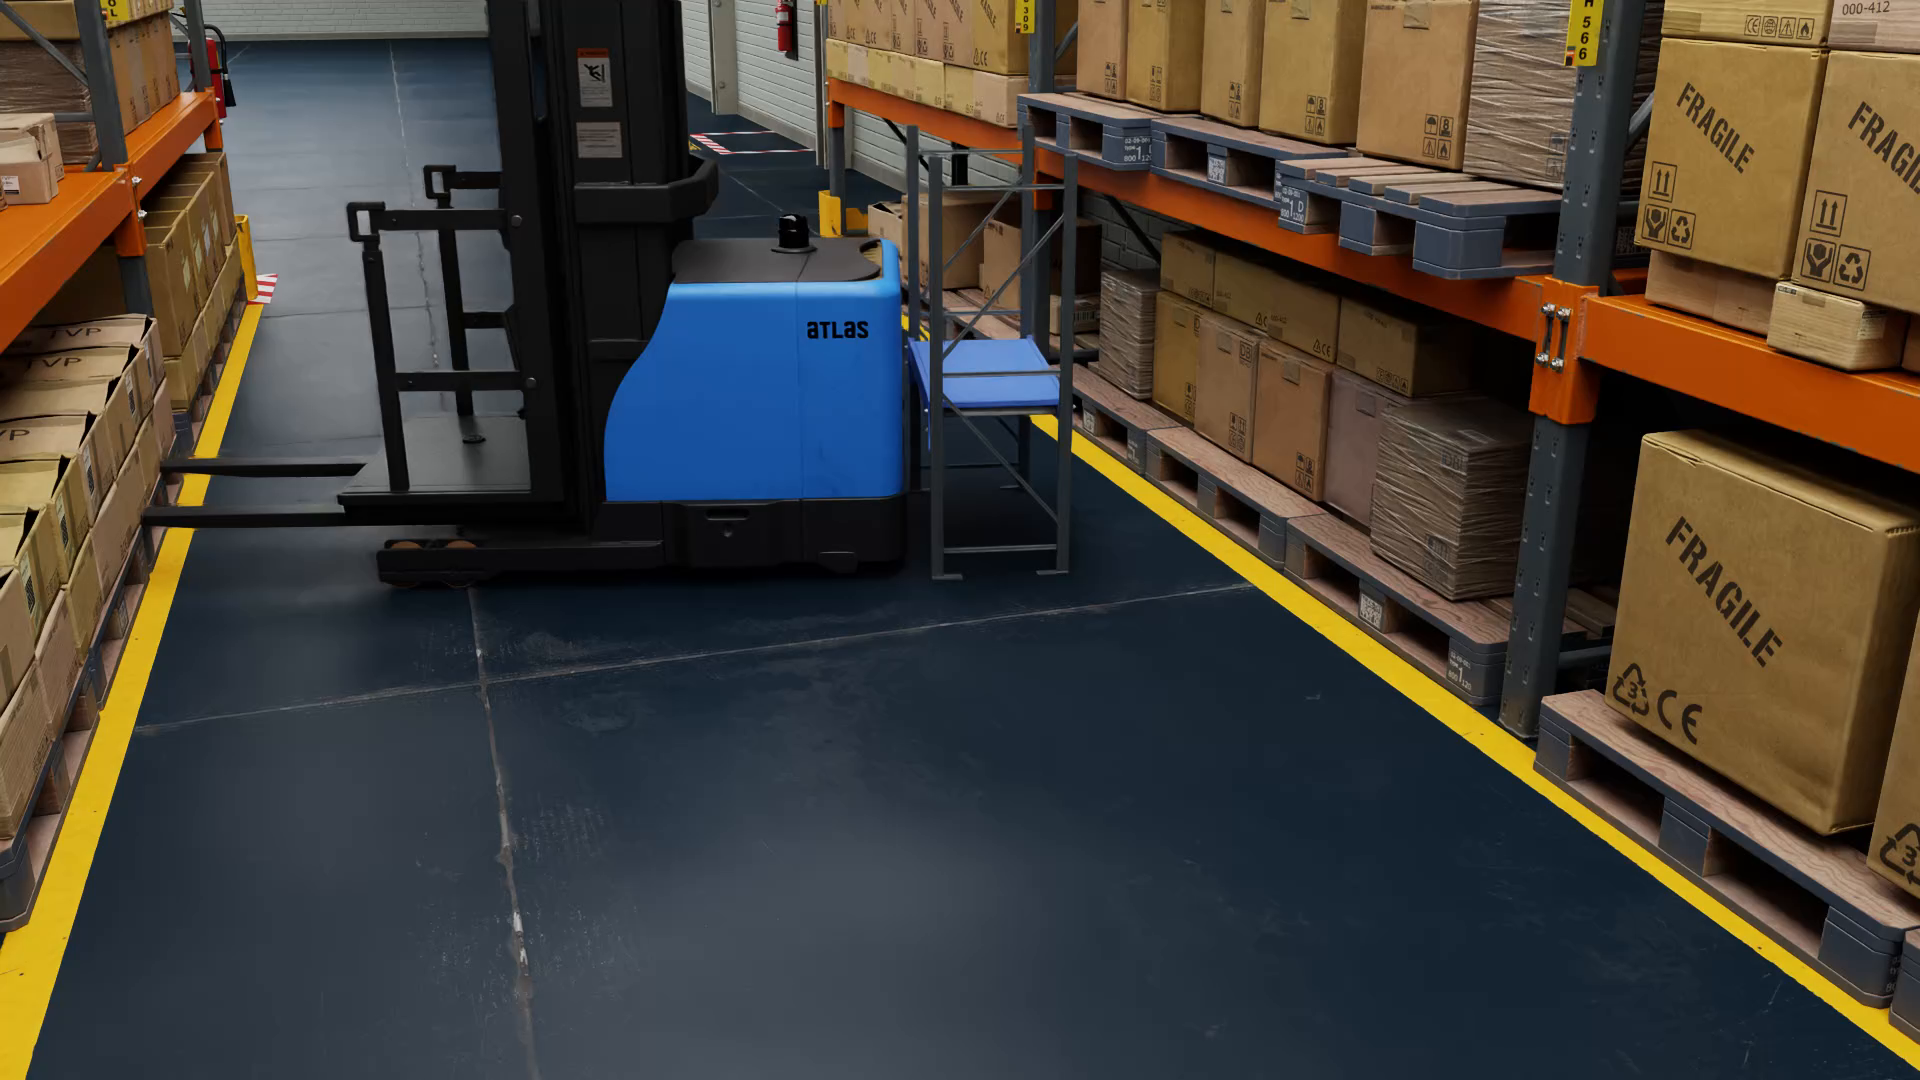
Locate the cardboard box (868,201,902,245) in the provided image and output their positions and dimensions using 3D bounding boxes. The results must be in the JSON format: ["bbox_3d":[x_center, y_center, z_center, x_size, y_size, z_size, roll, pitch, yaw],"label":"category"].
[{"bbox_3d":[-0.305,-2.178,11.370,0.500,0.311,0.500,-9,22,-23],"label":"cardboard box"}]

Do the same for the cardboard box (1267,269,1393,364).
[{"bbox_3d":[1.515,-0.864,6.322,0.500,0.250,0.500,-6,21,-17],"label":"cardboard box"}]

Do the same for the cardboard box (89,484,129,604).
[{"bbox_3d":[-2.999,0.032,5.337,0.500,0.250,0.500,-6,21,-16],"label":"cardboard box"}]

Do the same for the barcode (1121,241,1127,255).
[{"bbox_3d":[0.878,-1.565,8.909,0.001,0.075,0.075,-6,21,-17],"label":"barcode"}]

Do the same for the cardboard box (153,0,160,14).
[{"bbox_3d":[-4.597,-2.944,9.067,0.380,0.149,0.250,-6,21,-16],"label":"cardboard box"}]

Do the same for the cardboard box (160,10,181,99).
[{"bbox_3d":[-5.004,-2.837,9.728,0.700,0.500,0.500,-6,21,-17],"label":"cardboard box"}]

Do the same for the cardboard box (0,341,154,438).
[{"bbox_3d":[-3.312,-0.559,6.151,0.500,0.311,0.500,-6,21,-16],"label":"cardboard box"}]

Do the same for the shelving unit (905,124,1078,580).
[{"bbox_3d":[0.093,-0.747,6.278,0.538,1.500,1.048,-2,20,-5],"label":"shelving unit"}]

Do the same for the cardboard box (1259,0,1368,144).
[{"bbox_3d":[1.507,-1.702,5.920,0.700,0.500,0.500,-6,21,-17],"label":"cardboard box"}]

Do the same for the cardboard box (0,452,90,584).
[{"bbox_3d":[-2.841,-0.072,4.796,0.500,0.311,0.500,-7,21,-19],"label":"cardboard box"}]

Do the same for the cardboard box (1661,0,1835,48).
[{"bbox_3d":[1.984,-1.268,3.782,0.500,0.250,0.500,-6,21,-16],"label":"cardboard box"}]

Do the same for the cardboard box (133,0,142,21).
[{"bbox_3d":[-4.348,-2.693,8.369,0.380,0.149,0.250,-7,21,-18],"label":"cardboard box"}]

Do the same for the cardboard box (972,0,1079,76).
[{"bbox_3d":[0.378,-2.595,8.287,0.500,0.500,0.500,-6,21,-17],"label":"cardboard box"}]

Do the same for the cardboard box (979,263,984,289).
[{"bbox_3d":[0.336,-1.565,9.904,0.380,0.149,0.250,-8,21,-22],"label":"cardboard box"}]

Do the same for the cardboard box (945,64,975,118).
[{"bbox_3d":[0.235,-2.404,8.864,0.500,0.250,0.500,-6,21,-17],"label":"cardboard box"}]

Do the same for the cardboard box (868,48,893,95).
[{"bbox_3d":[-0.254,-2.887,10.210,0.500,0.250,0.500,-7,21,-18],"label":"cardboard box"}]

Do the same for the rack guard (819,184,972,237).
[{"bbox_3d":[-0.413,-2.267,11.990,1.175,0.500,0.348,-6,21,-17],"label":"rack guard"}]

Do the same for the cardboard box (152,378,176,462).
[{"bbox_3d":[-3.476,-0.458,6.702,0.500,0.250,0.500,-7,21,-18],"label":"cardboard box"}]

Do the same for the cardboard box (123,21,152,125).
[{"bbox_3d":[-4.515,-2.340,8.346,0.700,0.500,0.500,-6,21,-16],"label":"cardboard box"}]

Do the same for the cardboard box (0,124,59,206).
[{"bbox_3d":[-3.431,-1.331,5.884,0.396,0.266,0.258,-7,21,-19],"label":"cardboard box"}]

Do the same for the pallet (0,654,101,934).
[{"bbox_3d":[-2.846,0.671,4.237,1.003,0.211,1.213,-6,21,-17],"label":"pallet"}]

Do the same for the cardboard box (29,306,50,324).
[{"bbox_3d":[-4.381,-1.201,7.659,0.500,0.500,0.500,-6,21,-17],"label":"cardboard box"}]

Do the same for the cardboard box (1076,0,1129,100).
[{"bbox_3d":[0.948,-2.272,7.505,0.700,0.500,0.500,-6,21,-17],"label":"cardboard box"}]

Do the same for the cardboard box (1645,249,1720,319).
[{"bbox_3d":[1.961,-0.662,4.164,0.380,0.149,0.250,-7,21,-18],"label":"cardboard box"}]

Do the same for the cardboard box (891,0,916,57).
[{"bbox_3d":[-0.097,-3.084,9.649,0.500,0.500,0.500,-6,21,-16],"label":"cardboard box"}]

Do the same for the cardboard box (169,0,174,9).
[{"bbox_3d":[-4.838,-3.191,9.755,0.380,0.149,0.250,-7,21,-18],"label":"cardboard box"}]

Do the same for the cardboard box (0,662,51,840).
[{"bbox_3d":[-2.510,0.524,3.967,0.500,0.250,0.500,-6,21,-17],"label":"cardboard box"}]

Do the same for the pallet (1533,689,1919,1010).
[{"bbox_3d":[2.254,0.672,4.232,1.003,0.211,1.213,-6,21,-17],"label":"pallet"}]

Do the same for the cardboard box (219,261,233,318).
[{"bbox_3d":[-4.362,-1.384,9.279,0.500,0.250,0.500,-6,21,-17],"label":"cardboard box"}]

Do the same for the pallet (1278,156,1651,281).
[{"bbox_3d":[1.752,-1.028,5.125,1.213,0.211,1.003,-6,21,-17],"label":"pallet"}]

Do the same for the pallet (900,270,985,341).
[{"bbox_3d":[0.188,-1.476,10.214,1.003,0.211,1.213,-6,21,-17],"label":"pallet"}]

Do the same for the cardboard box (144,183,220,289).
[{"bbox_3d":[-4.203,-1.577,8.706,0.500,0.500,0.500,-6,21,-17],"label":"cardboard box"}]

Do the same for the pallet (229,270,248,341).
[{"bbox_3d":[-4.859,-1.387,9.967,1.003,0.211,1.213,-6,21,-17],"label":"pallet"}]

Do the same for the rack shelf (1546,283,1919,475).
[{"bbox_3d":[2.706,0.079,2.822,1.077,0.370,4.000,-6,21,-17],"label":"rack shelf"}]

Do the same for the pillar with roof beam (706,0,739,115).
[{"bbox_3d":[-7.255,-9.552,19.699,9.100,9.000,0.400,-6,21,-17],"label":"pillar with roof beam"}]

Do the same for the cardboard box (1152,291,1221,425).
[{"bbox_3d":[1.277,-0.820,7.310,0.700,0.500,0.500,-7,21,-18],"label":"cardboard box"}]

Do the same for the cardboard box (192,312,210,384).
[{"bbox_3d":[-3.892,-0.903,7.938,0.500,0.250,0.500,-6,21,-17],"label":"cardboard box"}]

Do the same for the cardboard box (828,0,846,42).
[{"bbox_3d":[-0.572,-3.575,11.015,0.500,0.500,0.500,-6,21,-17],"label":"cardboard box"}]

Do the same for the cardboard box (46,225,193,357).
[{"bbox_3d":[-3.730,-1.096,7.366,0.500,0.500,0.500,-6,21,-17],"label":"cardboard box"}]

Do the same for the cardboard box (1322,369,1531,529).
[{"bbox_3d":[1.750,-0.335,5.958,0.700,0.500,0.500,-6,21,-17],"label":"cardboard box"}]

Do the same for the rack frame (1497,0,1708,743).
[{"bbox_3d":[2.077,-0.901,4.487,1.000,3.000,0.127,-6,21,-17],"label":"rack frame"}]

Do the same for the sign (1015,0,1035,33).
[{"bbox_3d":[0.307,-2.532,7.747,0.100,0.325,0.005,-6,21,-17],"label":"sign"}]

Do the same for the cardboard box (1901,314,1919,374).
[{"bbox_3d":[2.231,-0.418,3.485,0.380,0.149,0.250,-7,21,-18],"label":"cardboard box"}]

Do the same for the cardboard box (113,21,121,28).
[{"bbox_3d":[-4.104,-2.444,7.676,0.380,0.149,0.250,-7,21,-19],"label":"cardboard box"}]

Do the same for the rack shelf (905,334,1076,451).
[{"bbox_3d":[0.093,-0.578,6.339,0.538,0.185,1.000,-2,20,-5],"label":"rack shelf"}]

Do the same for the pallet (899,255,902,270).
[{"bbox_3d":[-0.192,-1.867,11.302,1.003,0.211,1.213,-6,21,-17],"label":"pallet"}]

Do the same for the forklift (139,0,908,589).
[{"bbox_3d":[-1.725,-1.388,5.945,3.031,2.935,1.130,-1,20,-3],"label":"forklift"}]

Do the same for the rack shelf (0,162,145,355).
[{"bbox_3d":[-3.253,-0.677,4.927,1.077,0.370,4.000,-6,21,-17],"label":"rack shelf"}]

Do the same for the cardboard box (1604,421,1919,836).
[{"bbox_3d":[2.184,0.163,4.084,0.750,0.750,0.750,-7,21,-18],"label":"cardboard box"}]

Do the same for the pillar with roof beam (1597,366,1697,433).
[{"bbox_3d":[-1.597,-3.776,3.617,9.100,9.000,0.400,-6,21,-17],"label":"pillar with roof beam"}]
